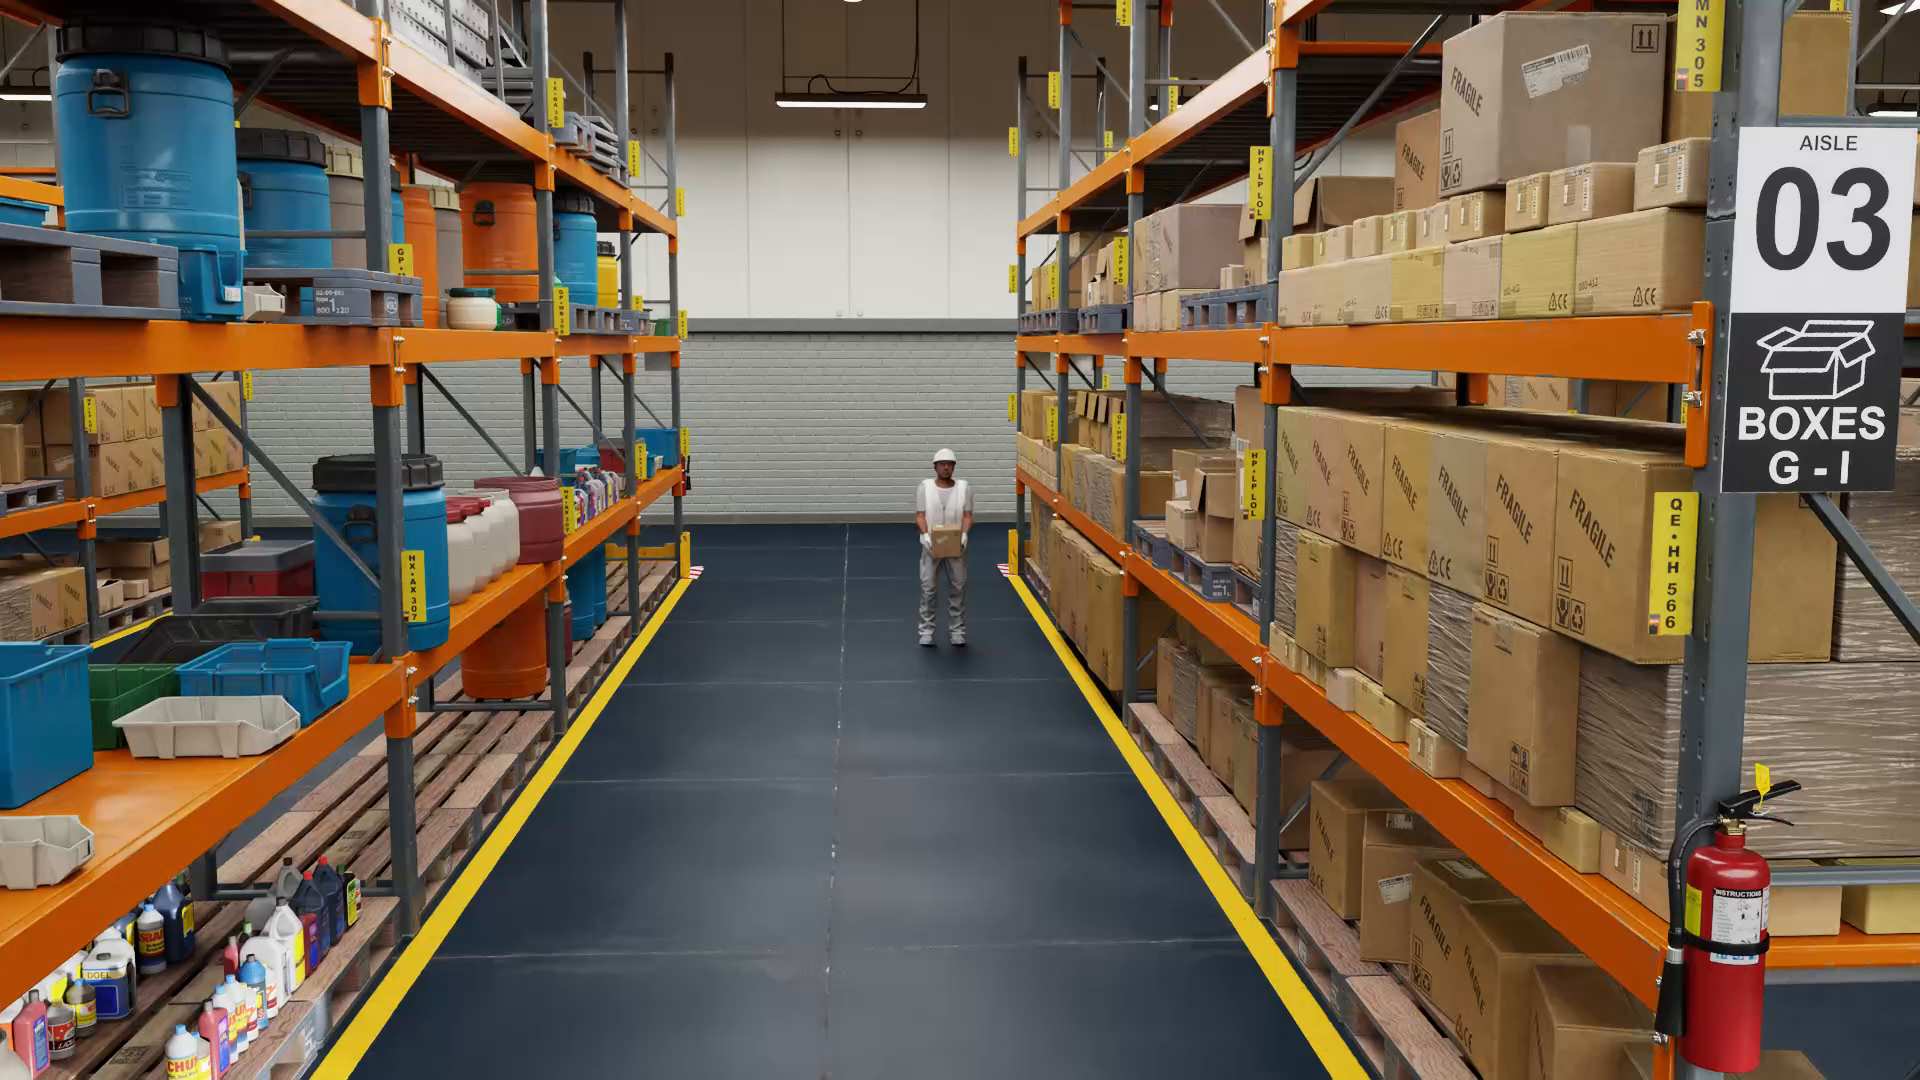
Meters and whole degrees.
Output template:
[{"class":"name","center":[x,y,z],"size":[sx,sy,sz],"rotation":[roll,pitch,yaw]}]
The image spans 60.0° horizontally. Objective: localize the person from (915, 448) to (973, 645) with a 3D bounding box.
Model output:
[{"class":"person","center":[-0.138,0.068,15.061],"size":[0.532,1.789,0.541],"rotation":[-1,7,-4]}]
